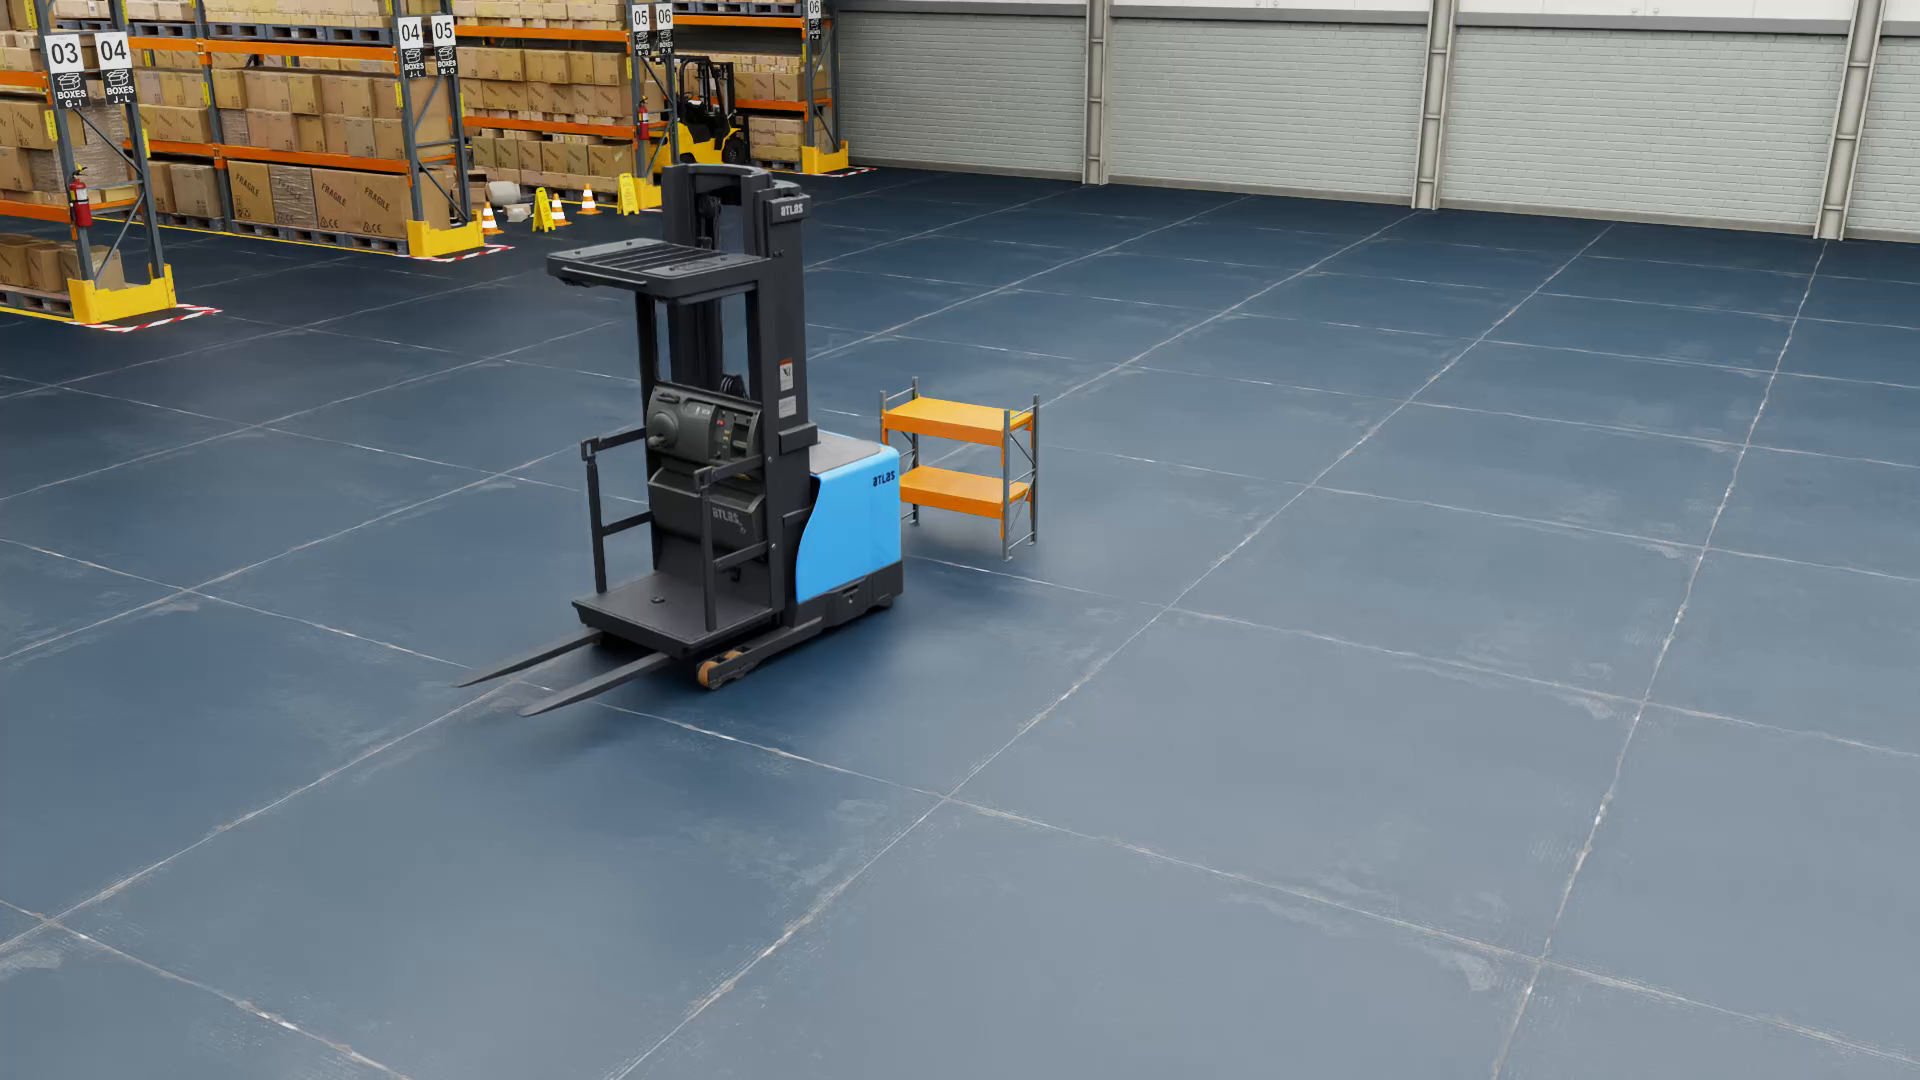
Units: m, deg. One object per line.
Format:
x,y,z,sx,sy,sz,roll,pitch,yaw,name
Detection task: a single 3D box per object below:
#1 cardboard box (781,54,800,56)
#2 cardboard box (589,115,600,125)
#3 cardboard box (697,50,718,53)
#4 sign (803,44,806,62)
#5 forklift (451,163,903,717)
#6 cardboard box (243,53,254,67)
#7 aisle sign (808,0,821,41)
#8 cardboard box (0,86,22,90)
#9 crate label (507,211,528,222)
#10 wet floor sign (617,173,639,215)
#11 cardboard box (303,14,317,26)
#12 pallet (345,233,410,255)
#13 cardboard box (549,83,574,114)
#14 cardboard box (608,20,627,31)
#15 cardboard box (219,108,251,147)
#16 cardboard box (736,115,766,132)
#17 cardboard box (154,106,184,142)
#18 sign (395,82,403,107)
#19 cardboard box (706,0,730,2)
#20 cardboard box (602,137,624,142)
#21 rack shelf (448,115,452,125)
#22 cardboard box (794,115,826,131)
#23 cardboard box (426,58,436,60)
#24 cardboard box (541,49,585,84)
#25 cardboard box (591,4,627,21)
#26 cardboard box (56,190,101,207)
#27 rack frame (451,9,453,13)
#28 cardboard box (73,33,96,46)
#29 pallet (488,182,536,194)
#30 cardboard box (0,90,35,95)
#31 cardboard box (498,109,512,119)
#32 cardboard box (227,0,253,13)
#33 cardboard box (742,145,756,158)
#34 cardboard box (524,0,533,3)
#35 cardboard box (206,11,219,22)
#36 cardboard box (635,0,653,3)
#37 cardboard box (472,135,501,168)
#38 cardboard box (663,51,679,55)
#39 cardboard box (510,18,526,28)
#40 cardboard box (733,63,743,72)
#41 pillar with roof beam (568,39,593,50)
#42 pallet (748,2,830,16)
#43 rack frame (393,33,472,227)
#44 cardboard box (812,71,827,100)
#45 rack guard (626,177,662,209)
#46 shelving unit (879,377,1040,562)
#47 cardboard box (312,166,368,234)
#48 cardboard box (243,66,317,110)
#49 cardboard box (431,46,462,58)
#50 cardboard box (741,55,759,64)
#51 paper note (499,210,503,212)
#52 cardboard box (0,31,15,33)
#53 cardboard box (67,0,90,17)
-3.242,-9.227,31.870,0.250,0.149,0.380,11,23,28,cardboard box
-5.940,-6.983,27.586,0.250,0.149,0.380,10,22,26,cardboard box
-4.984,-9.600,32.897,0.250,0.149,0.380,10,22,26,cardboard box
-2.880,-9.019,30.786,0.005,0.325,0.100,11,23,27,sign
-1.693,-0.680,9.942,1.130,2.935,3.031,15,25,36,forklift
-13.036,-8.983,31.118,0.500,0.500,0.500,11,23,28,cardboard box
-2.689,-9.647,30.748,0.004,0.787,0.394,11,23,27,aisle sign
-15.200,-7.231,26.781,0.250,0.149,0.380,10,22,27,cardboard box
-6.986,-5.112,26.256,0.298,0.136,0.250,0,20,-1,crate label
-5.377,-5.588,26.823,0.267,0.644,0.232,-16,26,-38,wet floor sign
-8.911,-7.257,23.178,0.250,0.149,0.380,11,23,28,cardboard box
-8.083,-4.353,24.056,1.213,0.211,1.003,11,23,27,pallet
-6.499,-7.409,27.808,0.500,0.500,0.500,11,23,27,cardboard box
-5.469,-8.313,26.852,0.250,0.149,0.380,11,23,28,cardboard box
-10.511,-6.232,24.927,0.550,0.550,0.875,11,23,27,cardboard box
-4.051,-8.046,32.097,0.500,0.250,0.500,11,23,28,cardboard box
-11.866,-6.358,25.347,0.500,0.500,0.500,11,22,27,cardboard box
-7.623,-6.051,22.601,0.005,0.325,0.100,11,23,27,sign
-4.446,-10.536,31.699,0.637,0.503,0.797,12,23,29,cardboard box
-6.070,-6.608,28.500,0.500,0.500,0.500,10,22,25,cardboard box
-10.259,-7.704,30.260,4.000,0.370,1.077,11,23,27,rack shelf
-2.930,-8.034,32.065,0.500,0.250,0.500,10,22,26,cardboard box
-9.645,-8.427,29.999,0.500,0.500,0.500,11,22,27,cardboard box
-6.507,-7.862,27.591,0.500,0.500,0.700,10,22,27,cardboard box
-5.599,-8.529,26.864,0.500,0.250,0.500,10,22,27,cardboard box
-10.203,-3.962,19.258,0.250,0.149,0.380,11,23,27,cardboard box
-8.513,-10.530,28.198,0.127,3.000,1.000,11,23,27,rack frame
-9.981,-5.736,19.016,0.250,0.149,0.380,11,22,27,cardboard box
-7.909,-6.298,29.417,1.213,0.211,1.003,11,23,27,pallet
-11.511,-5.173,20.179,0.500,0.500,0.500,11,23,27,cardboard box
-7.703,-7.331,28.544,0.250,0.149,0.380,12,23,29,cardboard box
-10.107,-7.695,23.803,0.500,0.250,0.500,11,22,27,cardboard box
-4.029,-7.583,32.288,0.500,0.250,0.500,11,23,28,cardboard box
-6.999,-8.993,27.559,0.250,0.149,0.380,11,23,28,cardboard box
-10.687,-7.594,24.109,0.250,0.149,0.380,10,22,26,cardboard box
-5.231,-8.831,27.113,0.250,0.149,0.380,11,22,27,cardboard box
-8.129,-6.789,28.998,0.500,0.500,0.500,12,23,30,cardboard box
-5.681,-9.527,32.697,0.250,0.149,0.380,11,23,28,cardboard box
-7.277,-8.637,27.745,0.250,0.149,0.380,10,22,26,cardboard box
-4.174,-9.055,31.832,0.250,0.149,0.380,11,23,28,cardboard box
-10.109,-11.444,30.716,0.400,9.000,9.100,11,23,27,pillar with roof beam
-3.208,-10.017,31.311,1.213,0.211,1.003,11,23,27,pallet
-7.346,-5.554,23.278,0.127,3.000,1.000,11,23,27,rack frame
-2.900,-8.735,31.900,0.500,0.500,0.500,12,23,29,cardboard box
-5.087,-5.882,27.848,0.348,0.500,1.175,11,23,27,rack guard
-0.006,-0.530,12.176,1.048,1.125,0.538,11,23,27,shelving unit
-8.740,-4.992,24.227,0.875,0.875,0.875,10,22,26,cardboard box
-9.996,-6.669,24.548,0.550,0.550,0.875,11,23,27,cardboard box
-11.103,-10.316,35.637,0.637,0.503,0.797,10,22,26,cardboard box
-3.953,-9.153,31.664,0.250,0.149,0.380,11,23,29,cardboard box
-7.485,-5.394,27.208,0.148,0.019,0.142,-16,26,-38,paper note
-10.941,-5.701,18.918,0.250,0.149,0.380,11,23,28,cardboard box
-13.369,-8.200,25.629,0.500,0.250,0.500,11,23,29,cardboard box
